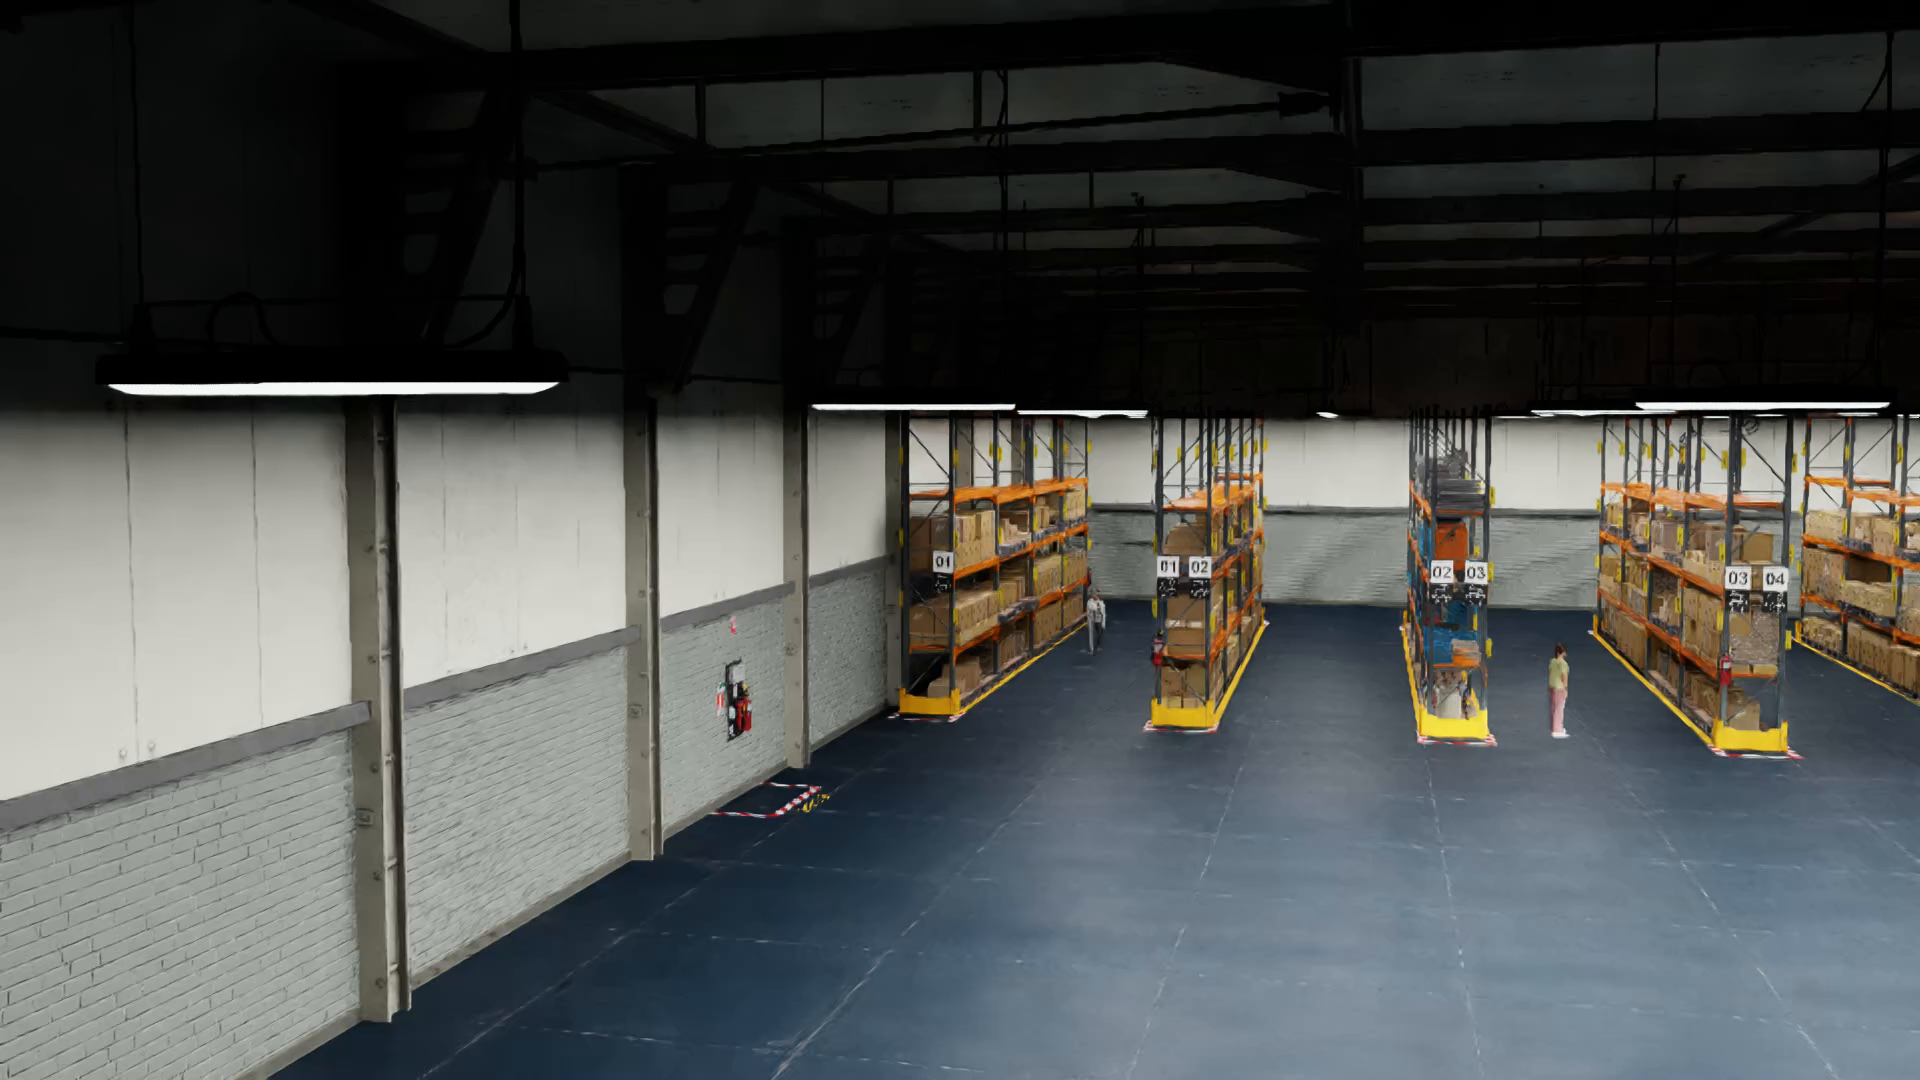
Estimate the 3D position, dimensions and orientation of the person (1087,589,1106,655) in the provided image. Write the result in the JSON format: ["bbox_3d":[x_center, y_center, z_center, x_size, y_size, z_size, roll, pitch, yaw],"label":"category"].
[{"bbox_3d":[3.336,1.990,40.693,0.497,1.613,0.998,1,4,12],"label":"person"}]

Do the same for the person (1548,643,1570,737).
[{"bbox_3d":[10.907,2.705,30.175,0.454,1.679,0.539,-1,4,-14],"label":"person"}]
